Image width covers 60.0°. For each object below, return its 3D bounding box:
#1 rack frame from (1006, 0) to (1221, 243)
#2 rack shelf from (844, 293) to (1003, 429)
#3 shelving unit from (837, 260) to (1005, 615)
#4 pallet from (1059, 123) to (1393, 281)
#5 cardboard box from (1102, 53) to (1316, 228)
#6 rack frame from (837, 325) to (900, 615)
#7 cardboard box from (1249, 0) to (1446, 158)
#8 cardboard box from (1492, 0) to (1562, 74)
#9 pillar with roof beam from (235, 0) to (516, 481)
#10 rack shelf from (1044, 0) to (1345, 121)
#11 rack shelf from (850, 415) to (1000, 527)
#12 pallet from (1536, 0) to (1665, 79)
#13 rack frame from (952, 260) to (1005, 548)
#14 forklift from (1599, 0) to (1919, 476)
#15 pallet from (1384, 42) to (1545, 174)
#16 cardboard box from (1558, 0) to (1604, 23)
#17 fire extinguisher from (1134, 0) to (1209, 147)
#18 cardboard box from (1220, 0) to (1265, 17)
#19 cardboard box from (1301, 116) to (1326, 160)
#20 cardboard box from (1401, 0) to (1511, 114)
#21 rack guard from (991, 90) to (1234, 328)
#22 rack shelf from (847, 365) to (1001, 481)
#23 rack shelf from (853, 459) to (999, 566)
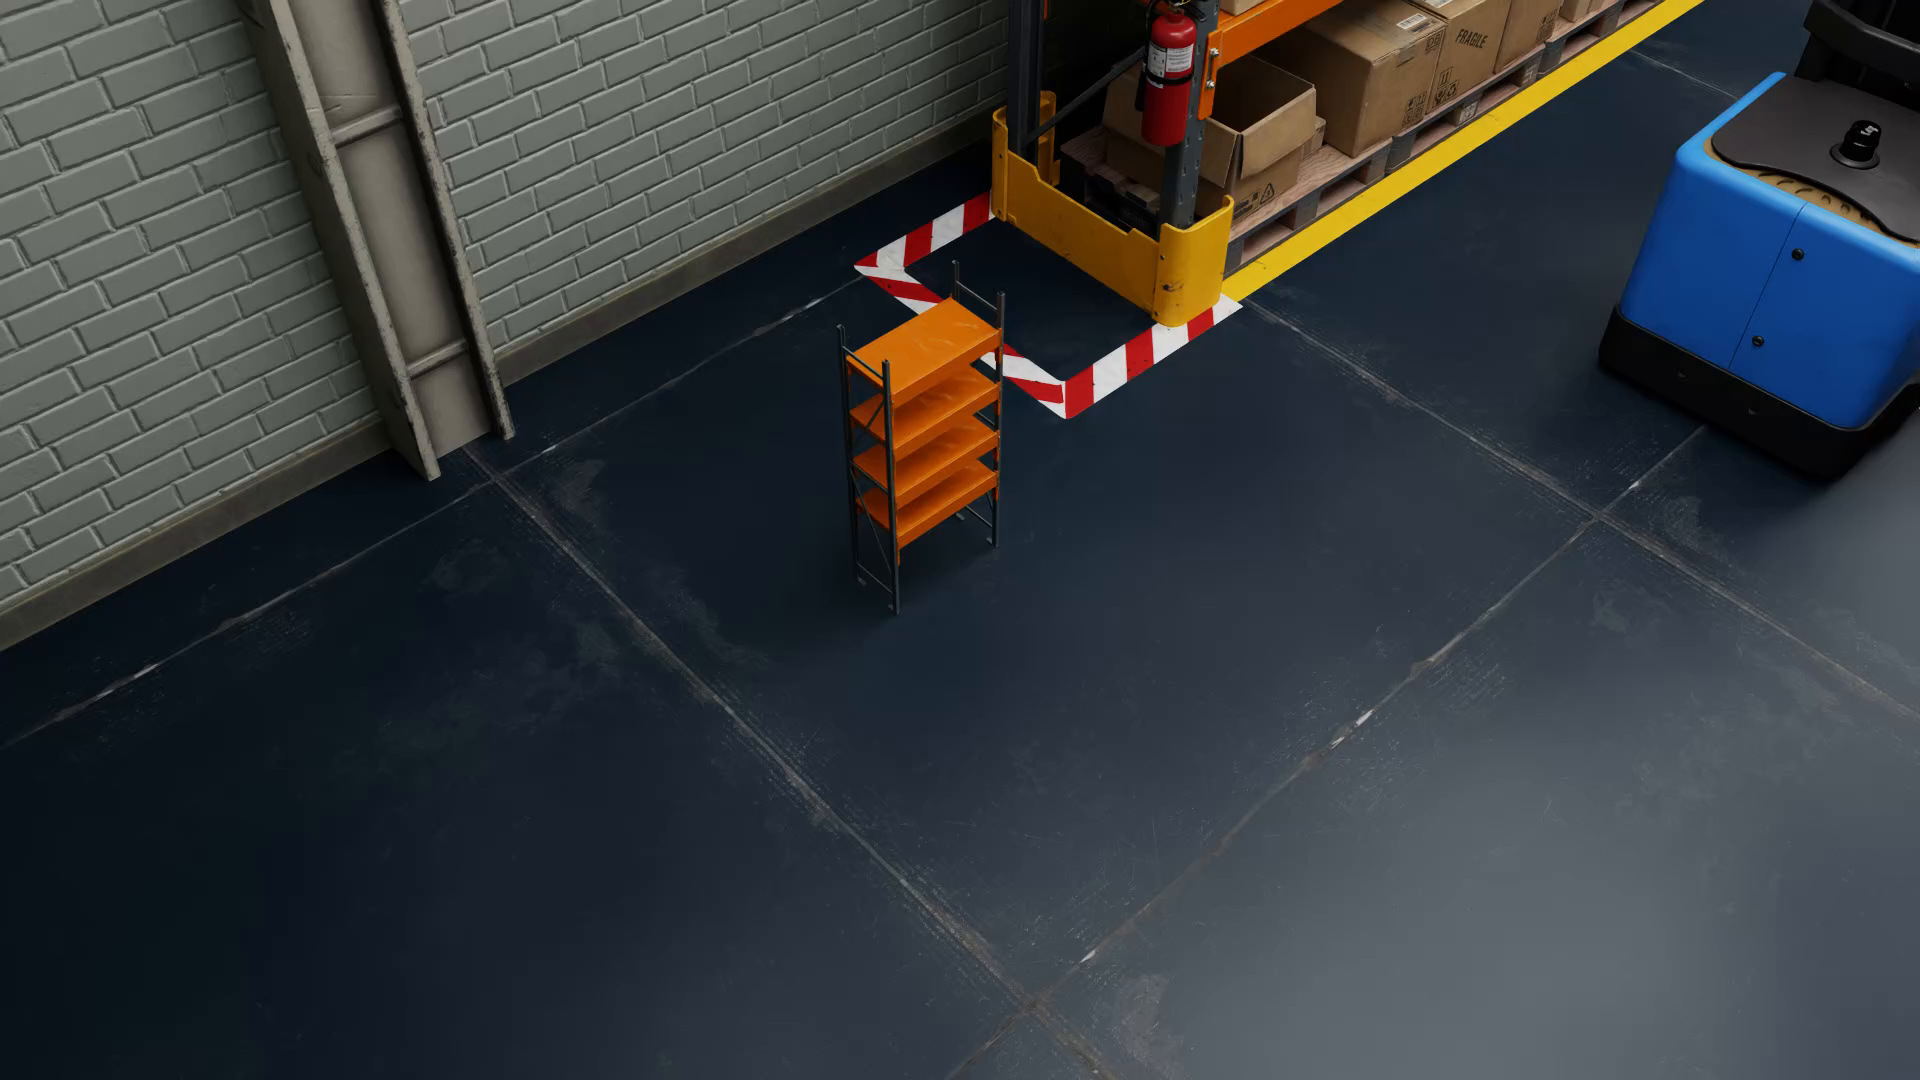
[{"bbox_3d":[0.580,-2.268,6.301,0.127,3.000,1.000,-34,56,-27],"label":"rack frame"},{"bbox_3d":[-0.122,-0.591,5.445,0.480,0.148,0.258,-34,56,-27],"label":"rack shelf"},{"bbox_3d":[-0.122,-0.325,5.734,0.503,1.200,0.258,-34,56,-27],"label":"shelving unit"},{"bbox_3d":[1.226,-1.754,7.725,1.213,0.211,1.003,-34,56,-27],"label":"pallet"},{"bbox_3d":[1.097,-1.815,7.296,0.637,0.503,0.797,-36,57,-28],"label":"cardboard box"},{"bbox_3d":[-0.303,-0.204,5.622,0.015,1.200,0.240,-34,56,-27],"label":"rack frame"},{"bbox_3d":[1.755,-2.215,7.668,0.500,0.500,0.700,-32,55,-26],"label":"cardboard box"},{"bbox_3d":[2.523,-2.728,8.141,0.500,0.500,0.700,-36,57,-28],"label":"cardboard box"},{"bbox_3d":[0.875,-1.118,1.159,0.400,9.000,9.100,-34,56,-27],"label":"pillar with roof beam"},{"bbox_3d":[2.060,-3.013,7.478,4.000,0.370,1.077,-34,56,-27],"label":"rack shelf"},{"bbox_3d":[-0.122,-0.279,5.783,0.480,0.148,0.258,-34,56,-27],"label":"rack shelf"},{"bbox_3d":[3.031,-2.961,8.838,1.213,0.211,1.003,-34,56,-27],"label":"pallet"},{"bbox_3d":[0.058,-0.446,5.845,0.015,1.200,0.240,-34,56,-27],"label":"rack frame"},{"bbox_3d":[4.039,-2.211,6.295,3.031,2.935,1.130,-36,57,-28],"label":"forklift"},{"bbox_3d":[2.128,-2.354,8.279,1.213,0.211,1.003,-34,56,-27],"label":"pallet"},{"bbox_3d":[3.061,-2.849,8.412,0.258,0.266,0.396,-32,55,-26],"label":"cardboard box"},{"bbox_3d":[0.783,-1.791,6.168,0.183,0.674,0.296,-34,56,-27],"label":"fire extinguisher"},{"bbox_3d":[1.008,-2.196,6.406,0.250,0.149,0.380,-34,56,-27],"label":"cardboard box"},{"bbox_3d":[1.437,-1.883,7.601,0.250,0.149,0.380,-36,57,-28],"label":"cardboard box"},{"bbox_3d":[2.214,-2.422,7.859,0.500,0.500,0.500,-33,55,-27],"label":"cardboard box"},{"bbox_3d":[0.637,-1.458,7.255,0.348,0.500,1.175,-34,56,-27],"label":"rack guard"},{"bbox_3d":[-0.122,-0.431,5.619,0.480,0.148,0.258,-34,56,-27],"label":"rack shelf"},{"bbox_3d":[-0.122,-0.145,5.929,0.480,0.148,0.258,-34,56,-27],"label":"rack shelf"}]
